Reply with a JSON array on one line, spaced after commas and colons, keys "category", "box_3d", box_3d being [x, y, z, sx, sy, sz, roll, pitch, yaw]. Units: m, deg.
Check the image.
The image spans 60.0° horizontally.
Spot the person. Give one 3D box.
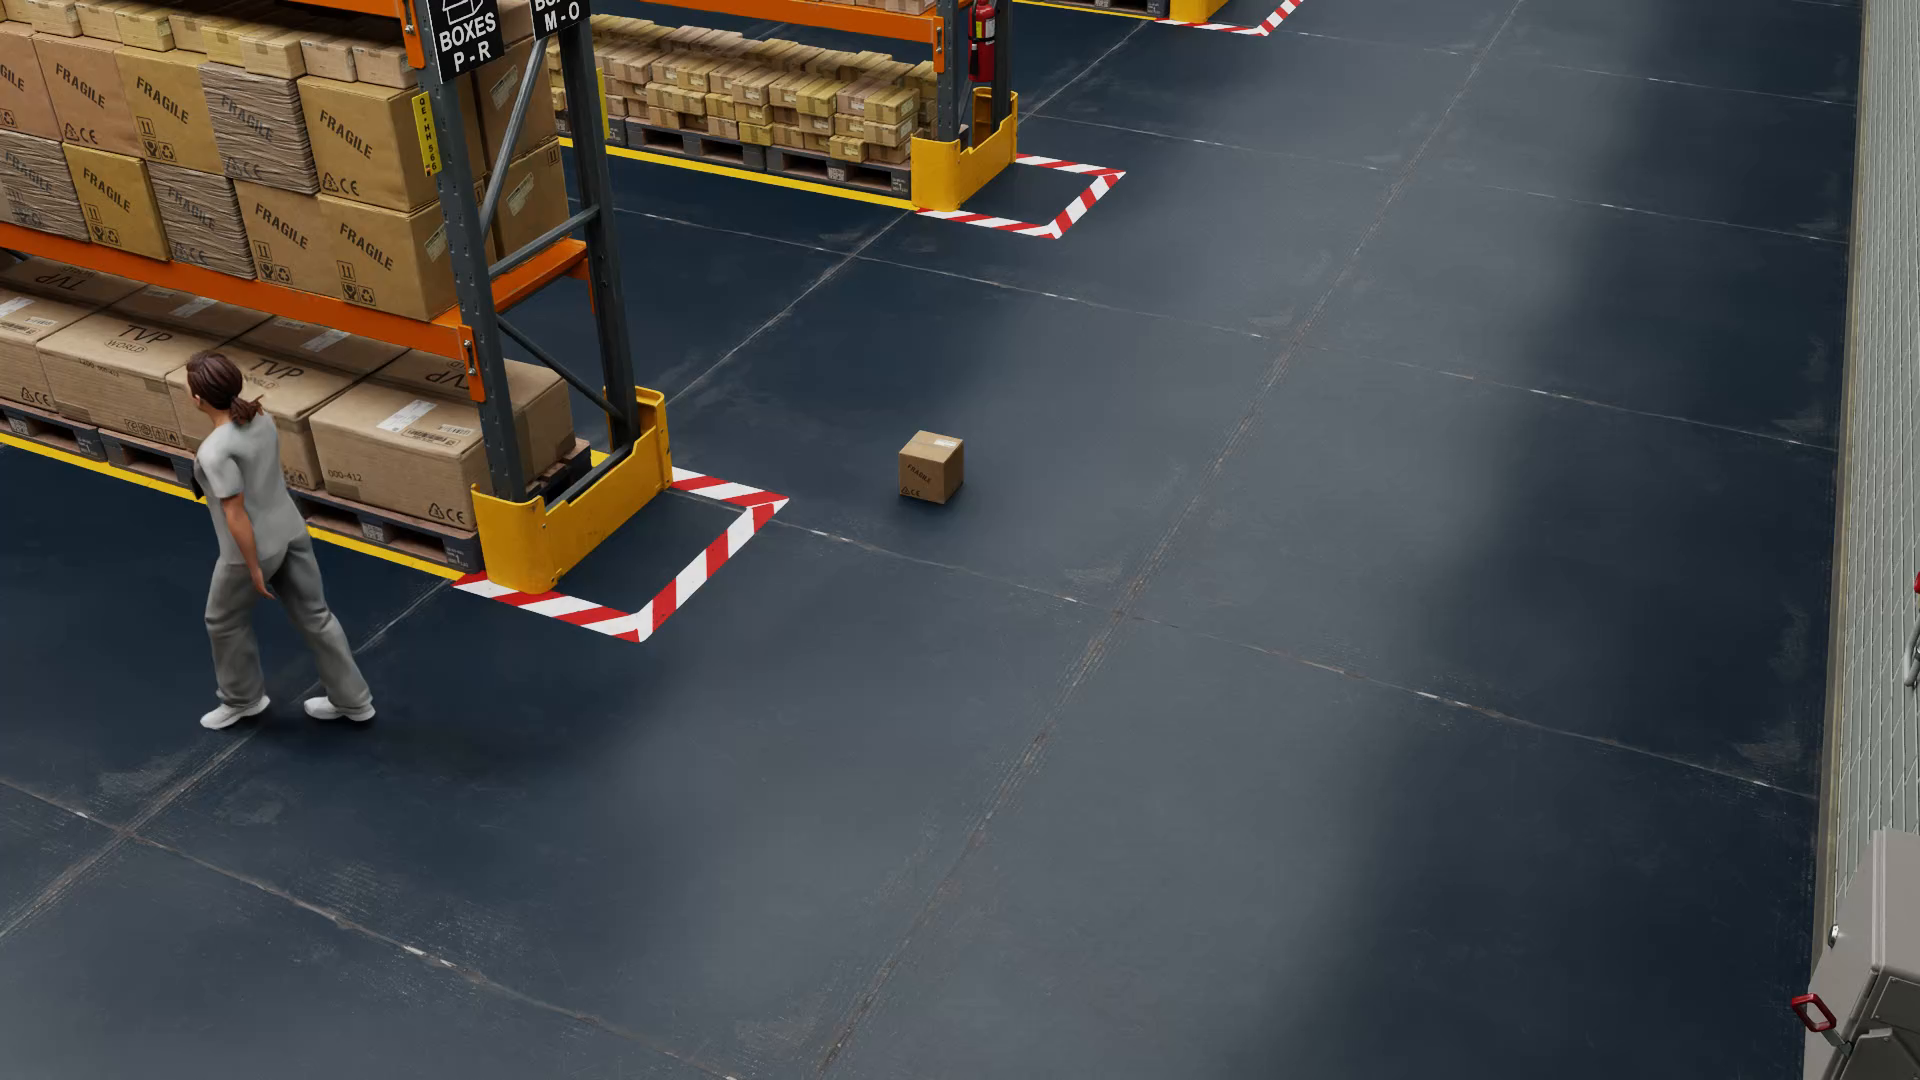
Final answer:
[{"category": "person", "box_3d": [-2.804, 0.028, 6.659, 0.723, 1.691, 0.481, 10, 35, 14]}]
